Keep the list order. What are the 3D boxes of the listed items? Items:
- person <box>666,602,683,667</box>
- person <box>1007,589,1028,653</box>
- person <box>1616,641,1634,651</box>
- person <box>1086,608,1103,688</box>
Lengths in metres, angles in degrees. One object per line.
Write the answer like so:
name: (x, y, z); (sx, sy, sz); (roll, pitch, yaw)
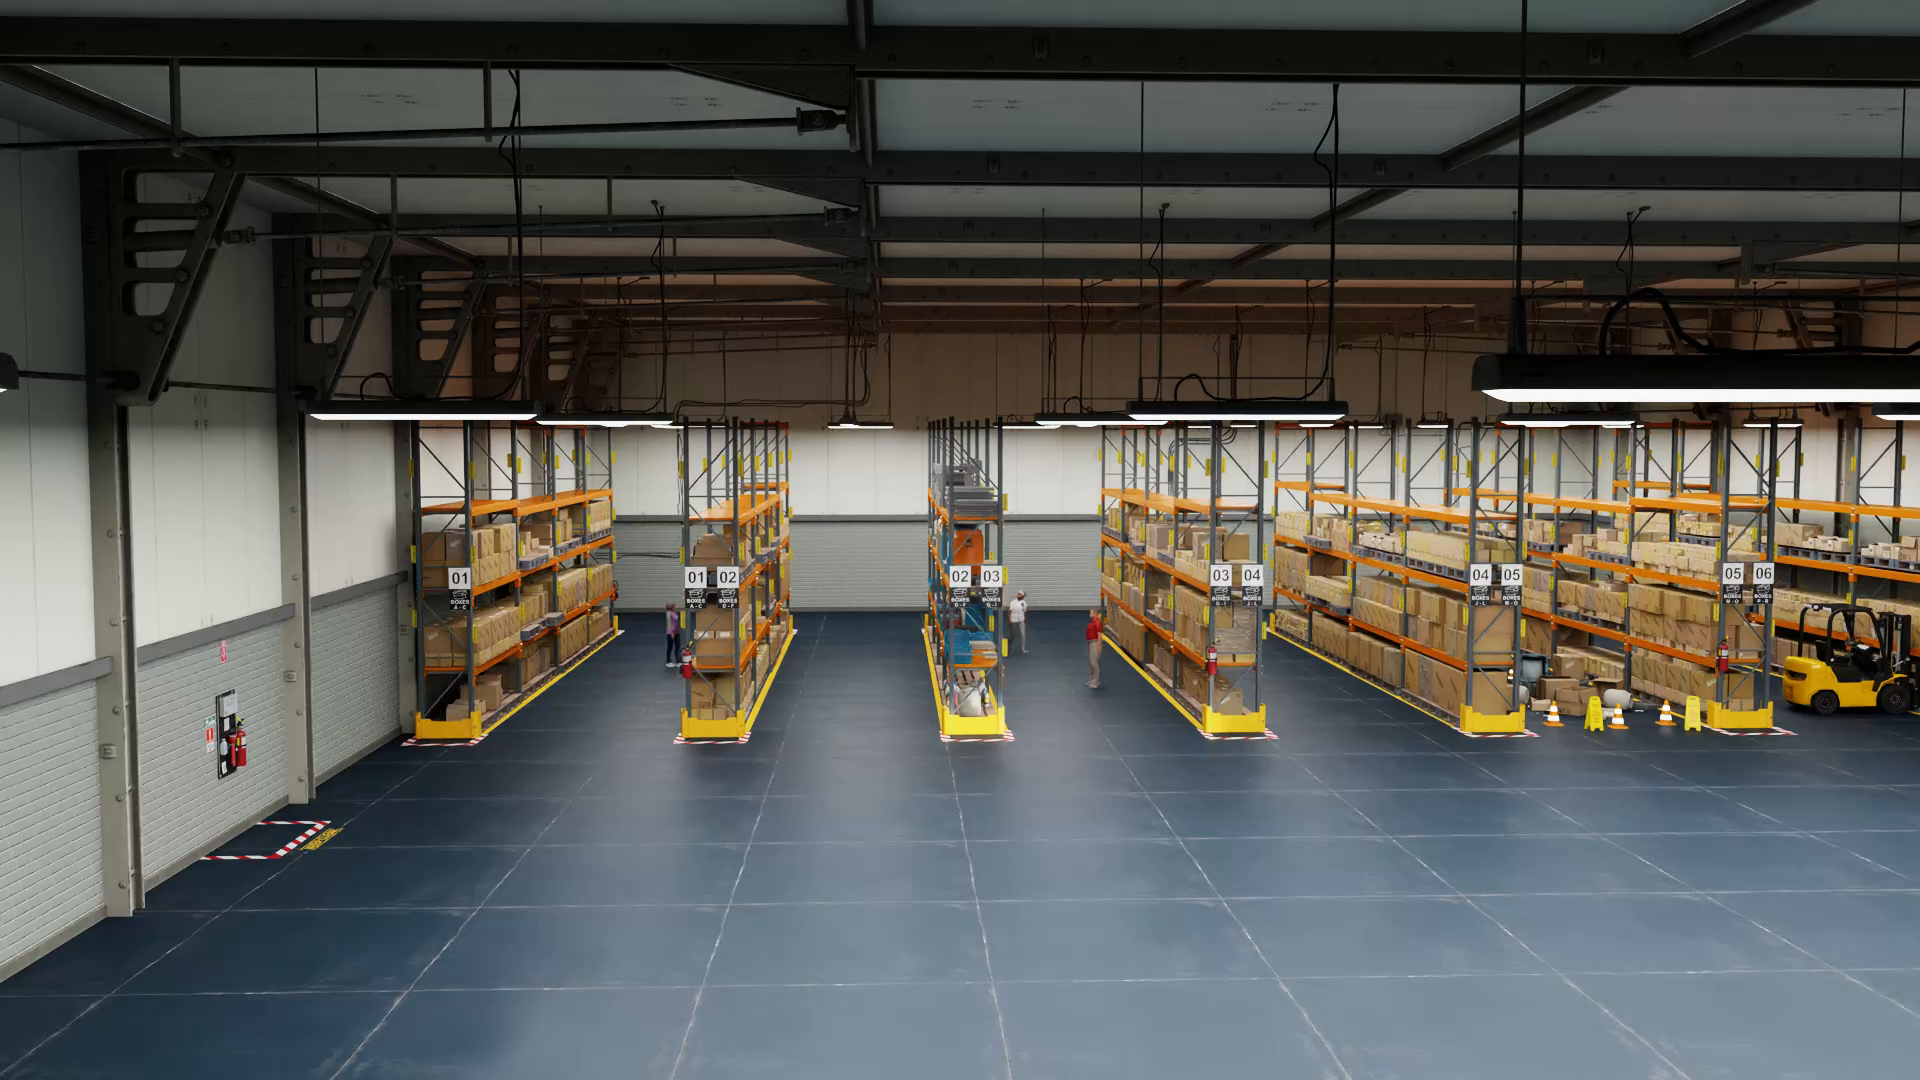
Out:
person: (-6.948, 2.299, 40.422); (0.551, 1.594, 0.434); (2, 4, 31)
person: (1.455, 2.096, 43.008); (0.564, 1.627, 0.917); (-1, 4, -18)
person: (17.215, 2.110, 43.098); (0.503, 1.578, 0.841); (-1, 4, -15)
person: (3.001, 2.428, 37.433); (0.412, 1.765, 0.671); (0, 4, -7)
